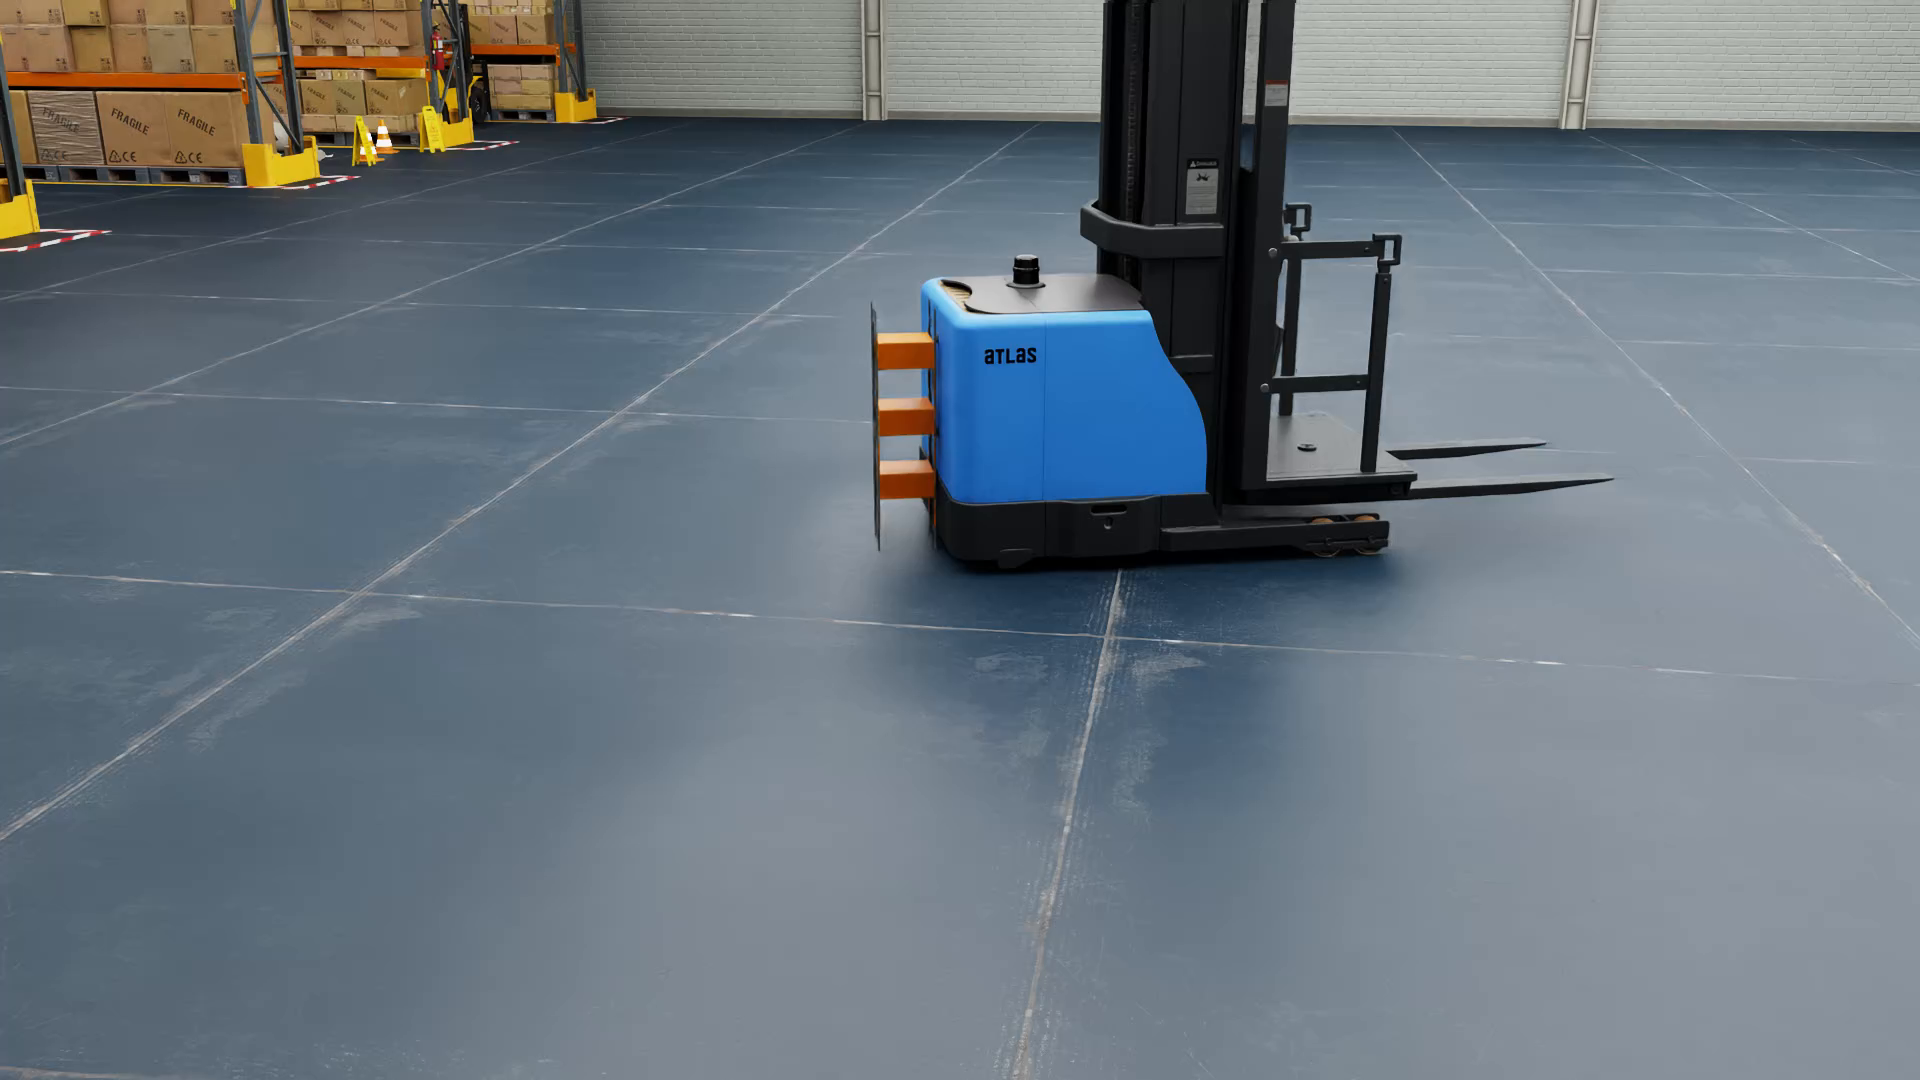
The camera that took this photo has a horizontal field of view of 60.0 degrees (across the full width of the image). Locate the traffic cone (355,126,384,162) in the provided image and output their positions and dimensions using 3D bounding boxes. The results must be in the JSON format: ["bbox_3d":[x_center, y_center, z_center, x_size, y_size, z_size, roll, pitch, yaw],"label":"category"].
[{"bbox_3d":[-8.153,-5.458,22.886,0.334,0.463,0.336,3,19,9],"label":"traffic cone"}]

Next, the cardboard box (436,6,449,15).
[{"bbox_3d":[-9.052,-9.337,29.303,0.250,0.149,0.380,3,19,8],"label":"cardboard box"}]

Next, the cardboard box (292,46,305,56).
[{"bbox_3d":[-9.858,-7.303,24.798,0.250,0.149,0.380,3,19,8],"label":"cardboard box"}]

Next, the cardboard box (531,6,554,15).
[{"bbox_3d":[-7.286,-9.248,29.036,0.250,0.149,0.380,3,19,9],"label":"cardboard box"}]

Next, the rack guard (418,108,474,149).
[{"bbox_3d":[-7.758,-6.227,25.125,0.348,0.500,1.175,3,19,9],"label":"rack guard"}]

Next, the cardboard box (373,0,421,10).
[{"bbox_3d":[-8.222,-8.028,24.368,0.500,0.500,0.700,2,19,7],"label":"cardboard box"}]

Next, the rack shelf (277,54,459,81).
[{"bbox_3d":[-9.658,-7.168,25.132,4.000,0.370,1.077,3,19,9],"label":"rack shelf"}]

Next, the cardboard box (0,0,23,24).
[{"bbox_3d":[-11.398,-6.616,20.412,0.550,0.550,0.875,3,19,9],"label":"cardboard box"}]

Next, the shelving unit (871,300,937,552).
[{"bbox_3d":[-0.238,-0.482,7.088,0.252,1.050,0.215,-3,19,-8],"label":"shelving unit"}]

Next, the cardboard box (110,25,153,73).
[{"bbox_3d":[-9.822,-6.016,20.321,0.550,0.550,0.875,3,19,9],"label":"cardboard box"}]

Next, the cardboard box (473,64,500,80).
[{"bbox_3d":[-8.409,-8.305,29.491,0.500,0.250,0.500,3,19,9],"label":"cardboard box"}]

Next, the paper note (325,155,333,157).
[{"bbox_3d":[-8.932,-5.424,23.467,0.142,0.019,0.148,-3,19,-10],"label":"paper note"}]

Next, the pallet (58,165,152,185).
[{"bbox_3d":[-10.371,-4.608,20.742,1.213,0.211,1.003,3,19,9],"label":"pallet"}]

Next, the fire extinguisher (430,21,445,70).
[{"bbox_3d":[-7.643,-7.222,24.281,0.183,0.674,0.296,3,19,9],"label":"fire extinguisher"}]

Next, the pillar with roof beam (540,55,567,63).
[{"bbox_3d":[-8.127,-10.777,25.331,0.400,9.000,9.100,3,19,9],"label":"pillar with roof beam"}]

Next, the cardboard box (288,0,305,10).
[{"bbox_3d":[-9.711,-8.118,24.636,0.500,0.500,0.700,3,19,8],"label":"cardboard box"}]

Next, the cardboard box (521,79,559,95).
[{"bbox_3d":[-7.430,-8.022,29.436,0.500,0.250,0.500,3,19,8],"label":"cardboard box"}]

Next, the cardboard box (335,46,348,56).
[{"bbox_3d":[-9.093,-7.299,24.786,0.250,0.149,0.380,3,19,9],"label":"cardboard box"}]

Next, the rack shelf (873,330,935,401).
[{"bbox_3d":[-0.238,-0.741,7.002,0.240,0.259,0.215,-3,19,-8],"label":"rack shelf"}]

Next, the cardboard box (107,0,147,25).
[{"bbox_3d":[-9.818,-6.536,20.172,0.550,0.550,0.875,3,19,9],"label":"cardboard box"}]

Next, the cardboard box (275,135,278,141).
[{"bbox_3d":[-9.819,-5.520,23.007,0.637,0.503,0.797,-11,21,-29],"label":"cardboard box"}]

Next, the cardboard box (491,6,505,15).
[{"bbox_3d":[-8.033,-9.300,29.191,0.250,0.149,0.380,3,19,8],"label":"cardboard box"}]

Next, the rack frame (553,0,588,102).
[{"bbox_3d":[-6.900,-8.964,29.365,0.127,3.000,1.000,3,19,9],"label":"rack frame"}]

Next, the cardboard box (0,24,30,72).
[{"bbox_3d":[-11.405,-6.090,20.539,0.550,0.550,0.875,3,19,9],"label":"cardboard box"}]

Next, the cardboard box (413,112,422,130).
[{"bbox_3d":[-8.436,-6.431,25.467,0.500,0.250,0.500,3,19,8],"label":"cardboard box"}]

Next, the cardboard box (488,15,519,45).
[{"bbox_3d":[-7.938,-8.983,29.264,0.500,0.500,0.500,4,19,10],"label":"cardboard box"}]

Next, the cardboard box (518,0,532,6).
[{"bbox_3d":[-7.535,-9.414,29.064,0.250,0.149,0.380,3,19,9],"label":"cardboard box"}]

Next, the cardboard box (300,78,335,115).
[{"bbox_3d":[-9.529,-6.671,25.002,0.500,0.500,0.500,2,19,7],"label":"cardboard box"}]

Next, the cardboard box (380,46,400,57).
[{"bbox_3d":[-8.354,-7.219,24.547,0.250,0.149,0.380,3,19,8],"label":"cardboard box"}]

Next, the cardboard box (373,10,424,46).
[{"bbox_3d":[-8.263,-7.538,24.478,0.500,0.500,0.500,3,19,8],"label":"cardboard box"}]

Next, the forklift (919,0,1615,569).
[{"bbox_3d":[1.379,-1.477,7.097,3.031,2.935,1.130,-3,19,-9],"label":"forklift"}]

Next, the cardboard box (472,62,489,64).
[{"bbox_3d":[-8.835,-8.497,30.066,0.500,0.250,0.500,3,19,8],"label":"cardboard box"}]

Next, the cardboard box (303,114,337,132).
[{"bbox_3d":[-9.552,-6.313,25.115,0.500,0.250,0.500,2,19,7],"label":"cardboard box"}]

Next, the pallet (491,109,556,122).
[{"bbox_3d":[-7.661,-7.667,29.884,1.213,0.211,1.003,3,19,9],"label":"pallet"}]

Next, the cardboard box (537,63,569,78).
[{"bbox_3d":[-7.344,-8.416,29.826,0.500,0.250,0.500,3,19,8],"label":"cardboard box"}]

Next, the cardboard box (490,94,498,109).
[{"bbox_3d":[-8.396,-7.840,29.677,0.500,0.250,0.500,3,19,9],"label":"cardboard box"}]

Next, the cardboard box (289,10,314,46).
[{"bbox_3d":[-9.747,-7.622,24.730,0.500,0.500,0.500,3,19,9],"label":"cardboard box"}]

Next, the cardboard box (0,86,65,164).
[{"bbox_3d":[-11.708,-5.192,20.779,0.875,0.875,0.875,3,19,9],"label":"cardboard box"}]

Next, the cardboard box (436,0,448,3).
[{"bbox_3d":[-9.048,-9.505,29.335,0.250,0.149,0.380,3,19,9],"label":"cardboard box"}]

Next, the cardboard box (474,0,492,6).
[{"bbox_3d":[-8.307,-9.433,29.120,0.250,0.149,0.380,3,19,10],"label":"cardboard box"}]

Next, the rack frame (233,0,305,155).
[{"bbox_3d":[-8.369,-5.853,20.067,0.127,3.000,1.000,3,19,9],"label":"rack frame"}]

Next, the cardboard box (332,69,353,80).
[{"bbox_3d":[-9.136,-6.937,24.774,0.250,0.149,0.380,3,19,10],"label":"cardboard box"}]

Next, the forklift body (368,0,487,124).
[{"bbox_3d":[-9.061,-8.085,28.077,1.214,2.155,2.313,3,19,9],"label":"forklift body"}]

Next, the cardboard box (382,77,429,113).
[{"bbox_3d":[-8.459,-6.787,25.351,0.500,0.500,0.500,2,19,7],"label":"cardboard box"}]

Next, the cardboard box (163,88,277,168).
[{"bbox_3d":[-9.049,-5.057,20.378,0.875,0.875,0.875,3,19,9],"label":"cardboard box"}]
